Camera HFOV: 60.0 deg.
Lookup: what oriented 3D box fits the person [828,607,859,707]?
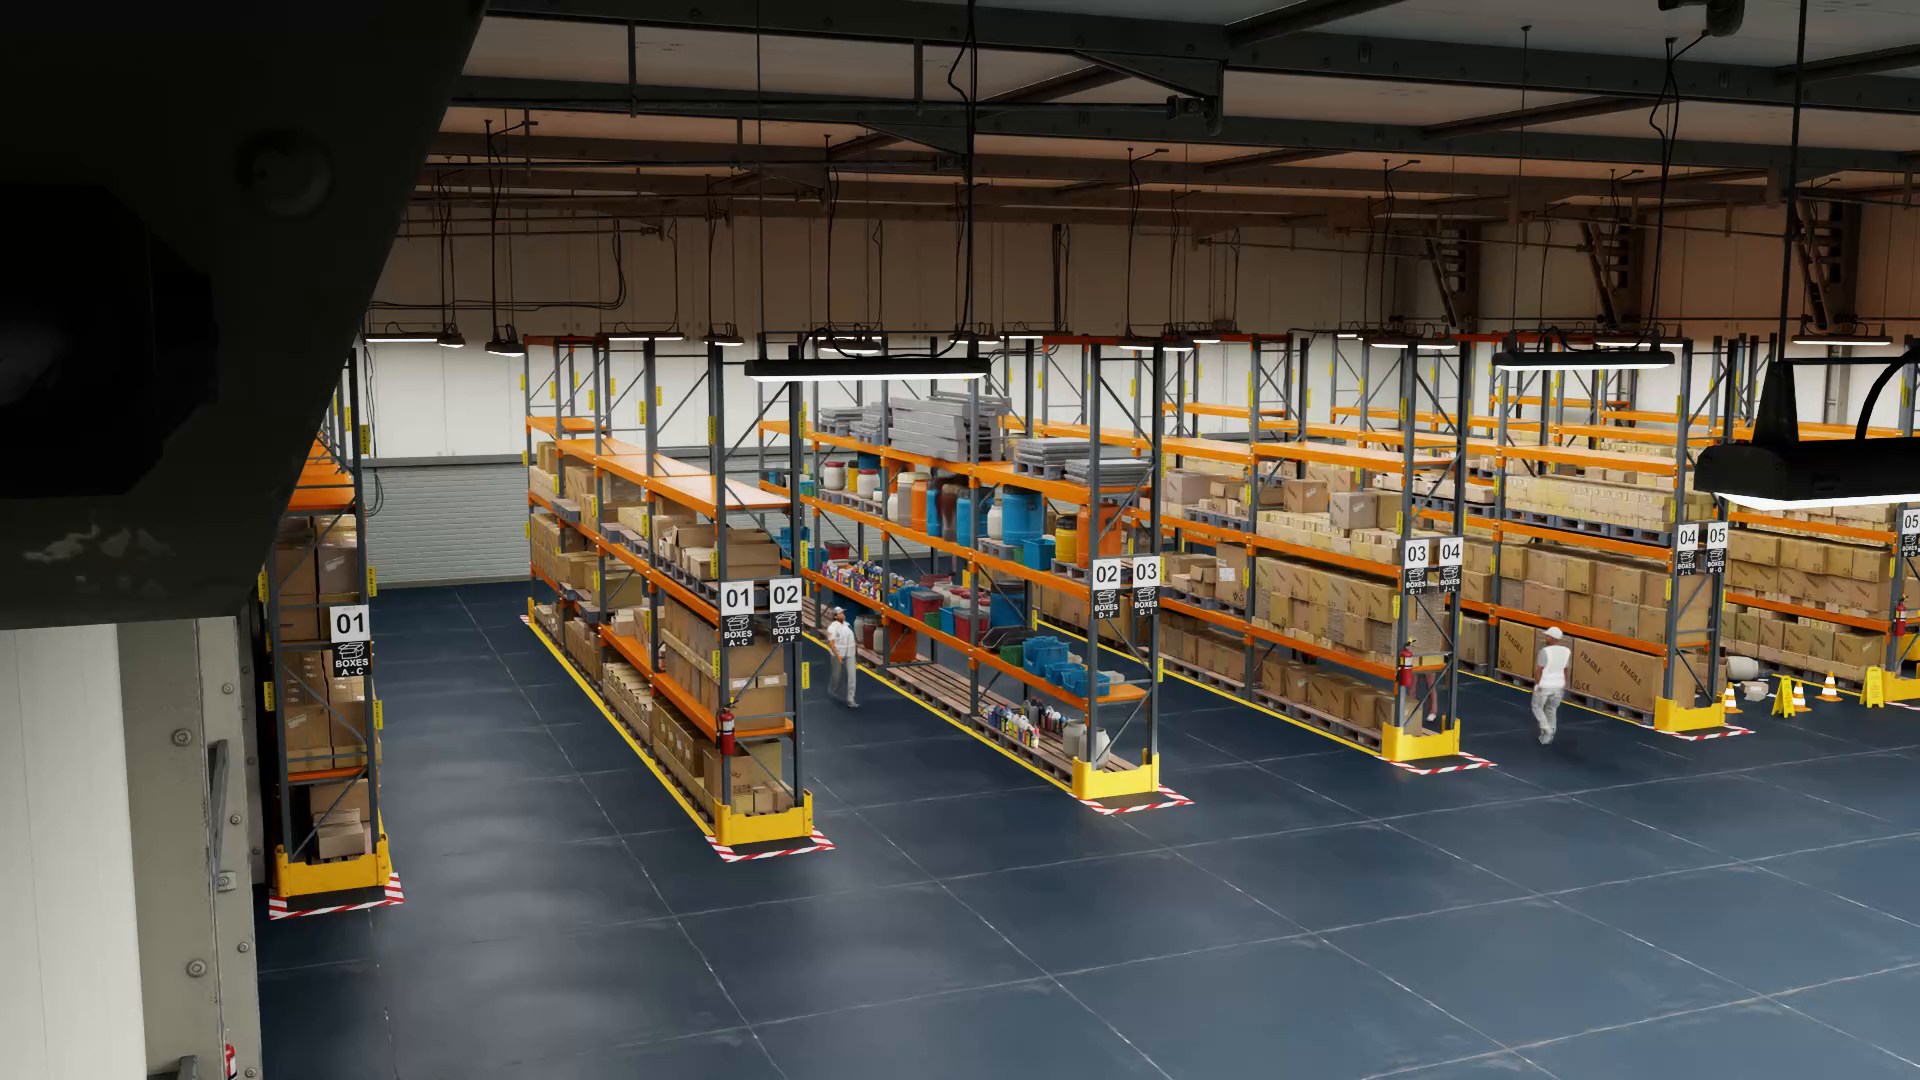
[{"bbox_3d":[-1.932,1.893,27.288,0.498,1.597,0.929,-2,8,-17],"label":"person"}]

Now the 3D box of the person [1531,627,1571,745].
[{"bbox_3d":[8.767,2.174,24.622,0.541,1.775,0.683,1,8,4],"label":"person"}]

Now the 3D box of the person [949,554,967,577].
[{"bbox_3d":[0.011,0.042,40.976,0.569,1.672,1.038,2,8,12],"label":"person"}]

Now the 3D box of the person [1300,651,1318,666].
[{"bbox_3d":[6.192,1.508,29.683,0.570,1.810,0.539,4,9,27],"label":"person"}]

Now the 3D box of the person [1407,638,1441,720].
[{"bbox_3d":[7.322,2.005,26.299,0.514,1.672,0.486,4,8,25],"label":"person"}]
